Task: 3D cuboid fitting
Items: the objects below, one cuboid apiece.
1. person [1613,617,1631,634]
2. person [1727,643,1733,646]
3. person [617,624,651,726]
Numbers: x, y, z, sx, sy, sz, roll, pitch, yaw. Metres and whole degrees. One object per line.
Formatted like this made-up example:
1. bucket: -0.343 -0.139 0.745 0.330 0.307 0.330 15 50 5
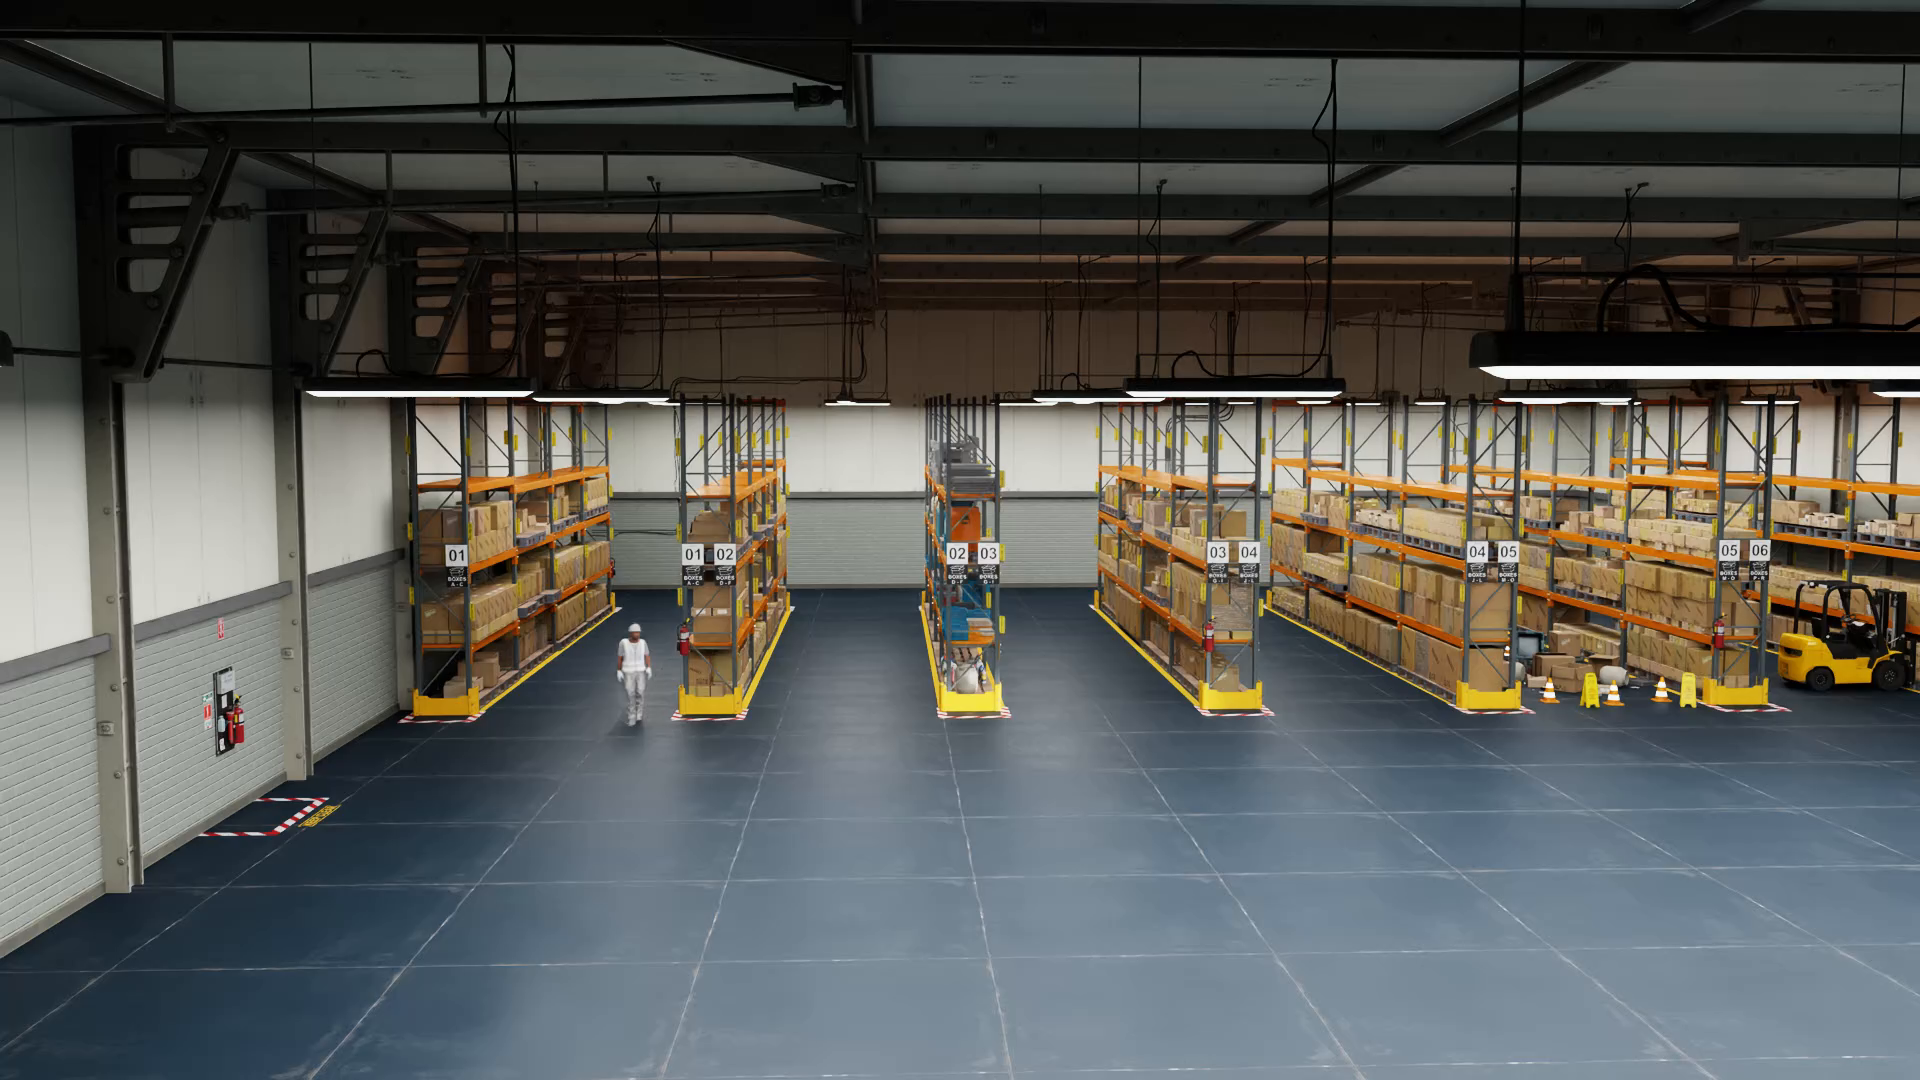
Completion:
1. person: 16.250 1.681 40.766 0.537 1.660 0.522 0 5 -4
2. person: 17.487 1.885 37.955 0.498 1.685 0.419 -2 5 -26
3. person: -5.913 2.457 30.329 0.582 1.827 0.622 -2 5 -28
